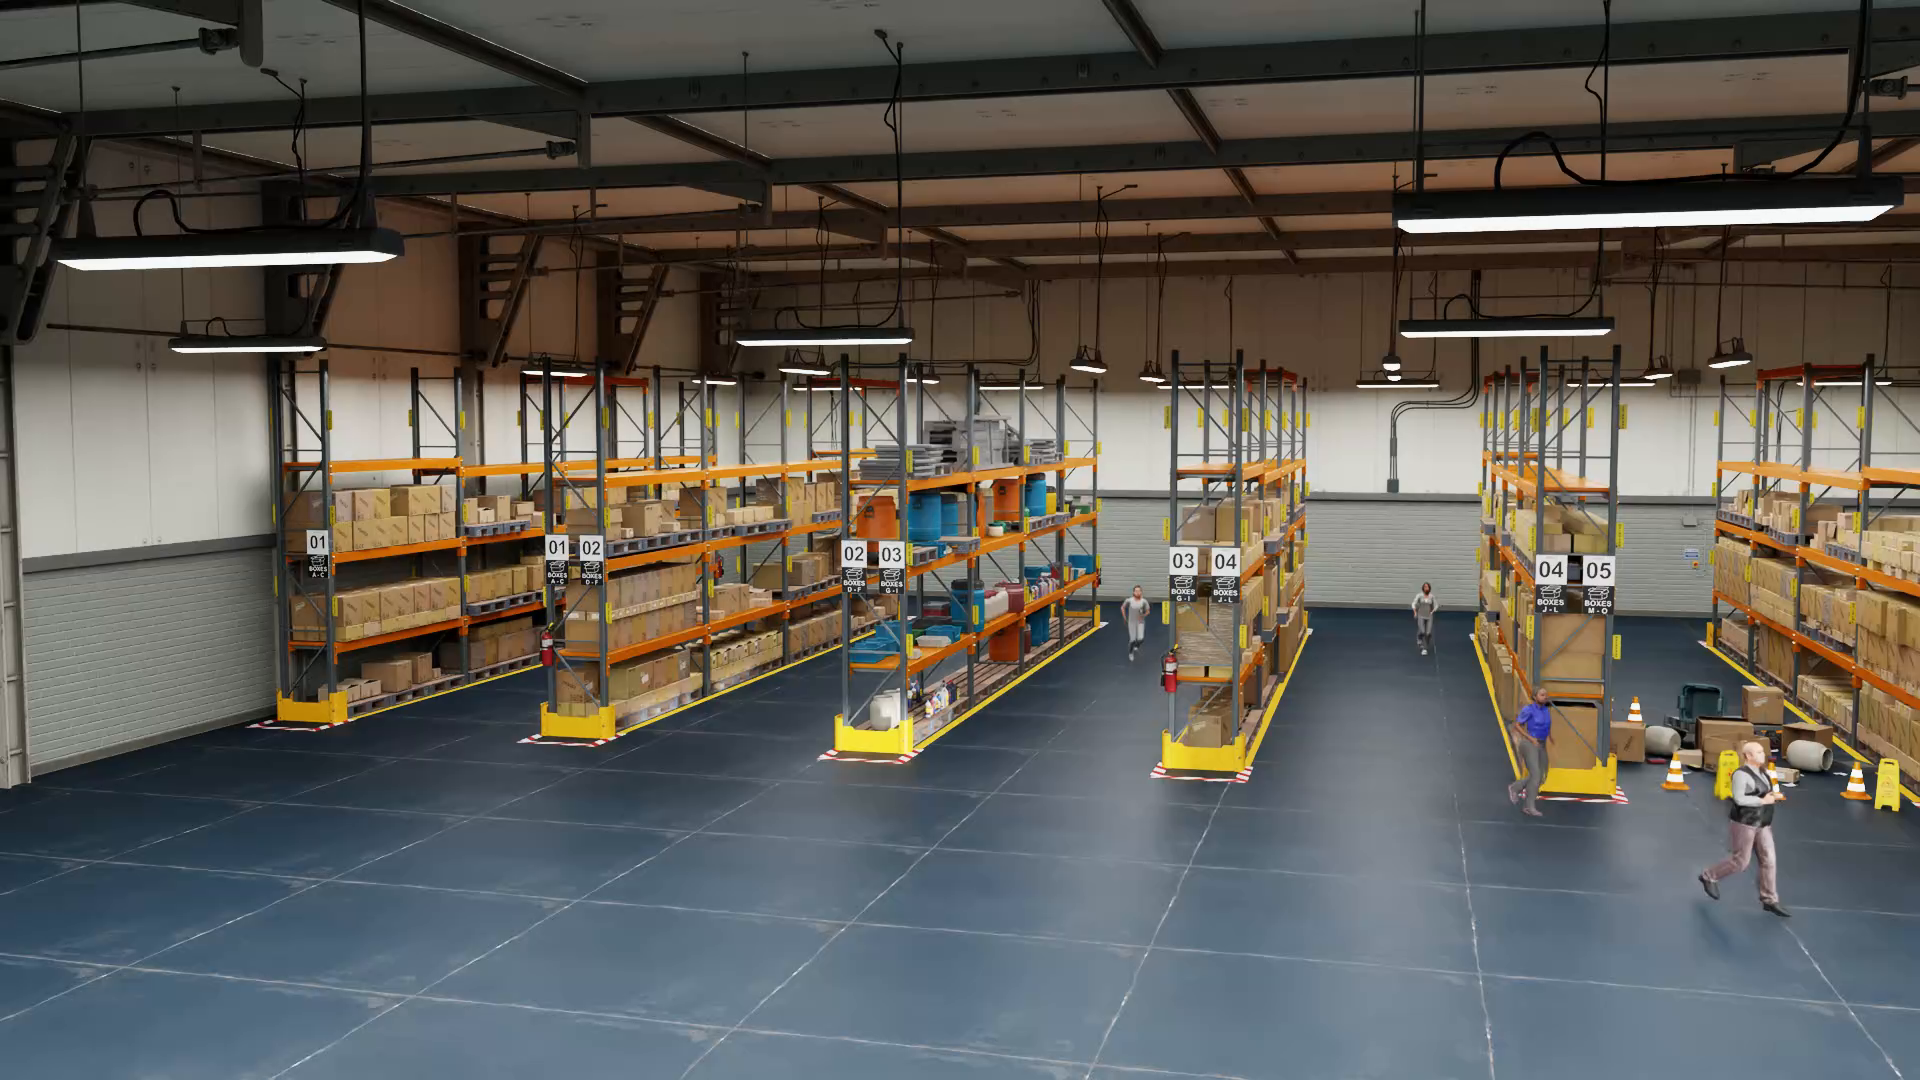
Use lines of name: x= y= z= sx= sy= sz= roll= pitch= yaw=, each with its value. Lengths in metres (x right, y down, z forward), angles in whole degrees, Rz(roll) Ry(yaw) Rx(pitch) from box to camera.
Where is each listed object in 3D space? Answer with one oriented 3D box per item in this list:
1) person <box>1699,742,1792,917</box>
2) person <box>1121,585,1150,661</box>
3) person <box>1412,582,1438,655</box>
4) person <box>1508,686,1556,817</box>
person: x=8.023 y=2.901 z=16.930 sx=0.676 sy=1.715 sz=0.931 roll=-3 pitch=5 yaw=-36
person: x=3.600 y=1.704 z=33.992 sx=0.568 sy=1.564 sz=0.534 roll=0 pitch=4 yaw=-2
person: x=9.942 y=1.679 z=35.529 sx=0.537 sy=1.552 sz=0.545 roll=1 pitch=4 yaw=10
person: x=7.348 y=2.683 z=21.303 sx=0.640 sy=1.638 sz=0.594 roll=-3 pitch=5 yaw=-33
